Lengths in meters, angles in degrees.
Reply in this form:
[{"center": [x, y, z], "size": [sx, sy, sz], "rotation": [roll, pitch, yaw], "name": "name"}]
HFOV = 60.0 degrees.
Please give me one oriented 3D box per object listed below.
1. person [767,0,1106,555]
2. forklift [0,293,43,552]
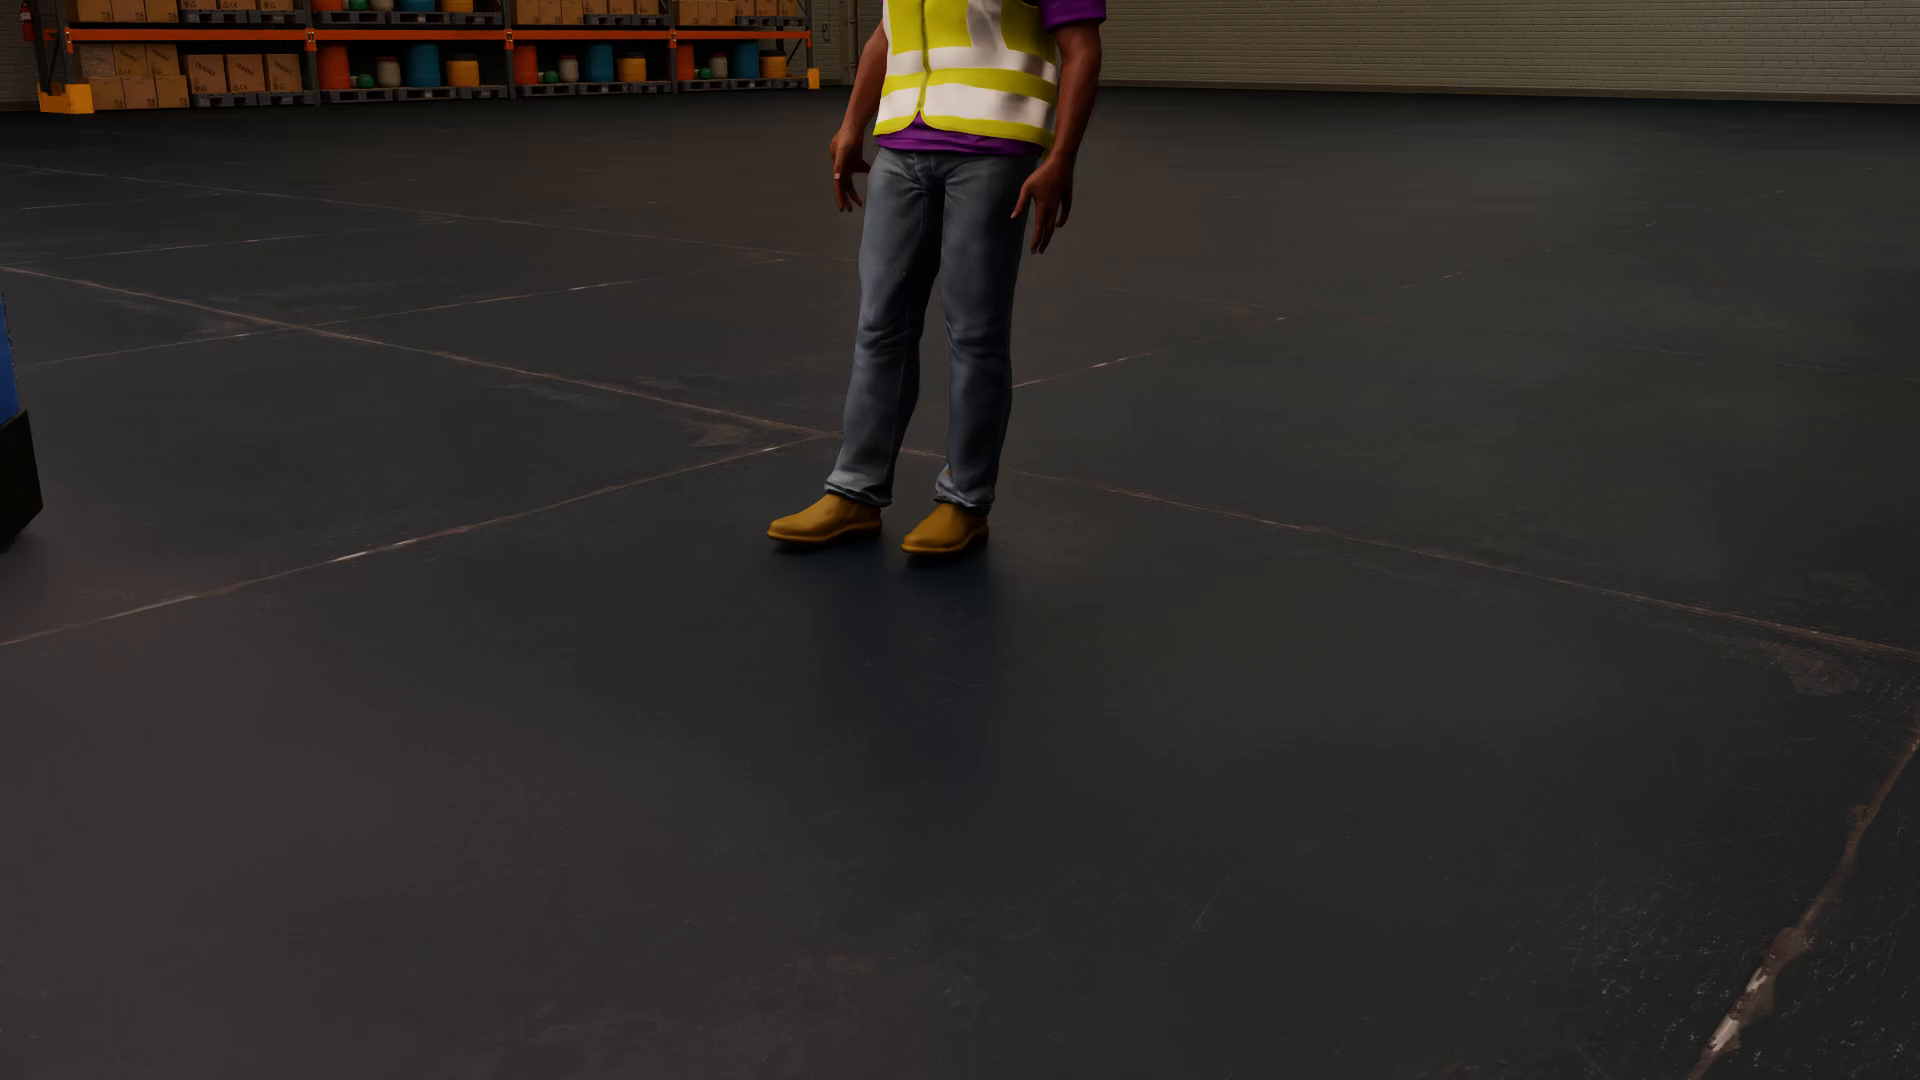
[{"center": [-0.049, -0.838, 3.636], "size": [0.665, 1.765, 0.577], "rotation": [13, 21, 37], "name": "person"}, {"center": [-3.530, -1.176, 2.771], "size": [3.031, 2.935, 1.130], "rotation": [-4, 17, -14], "name": "forklift"}]
